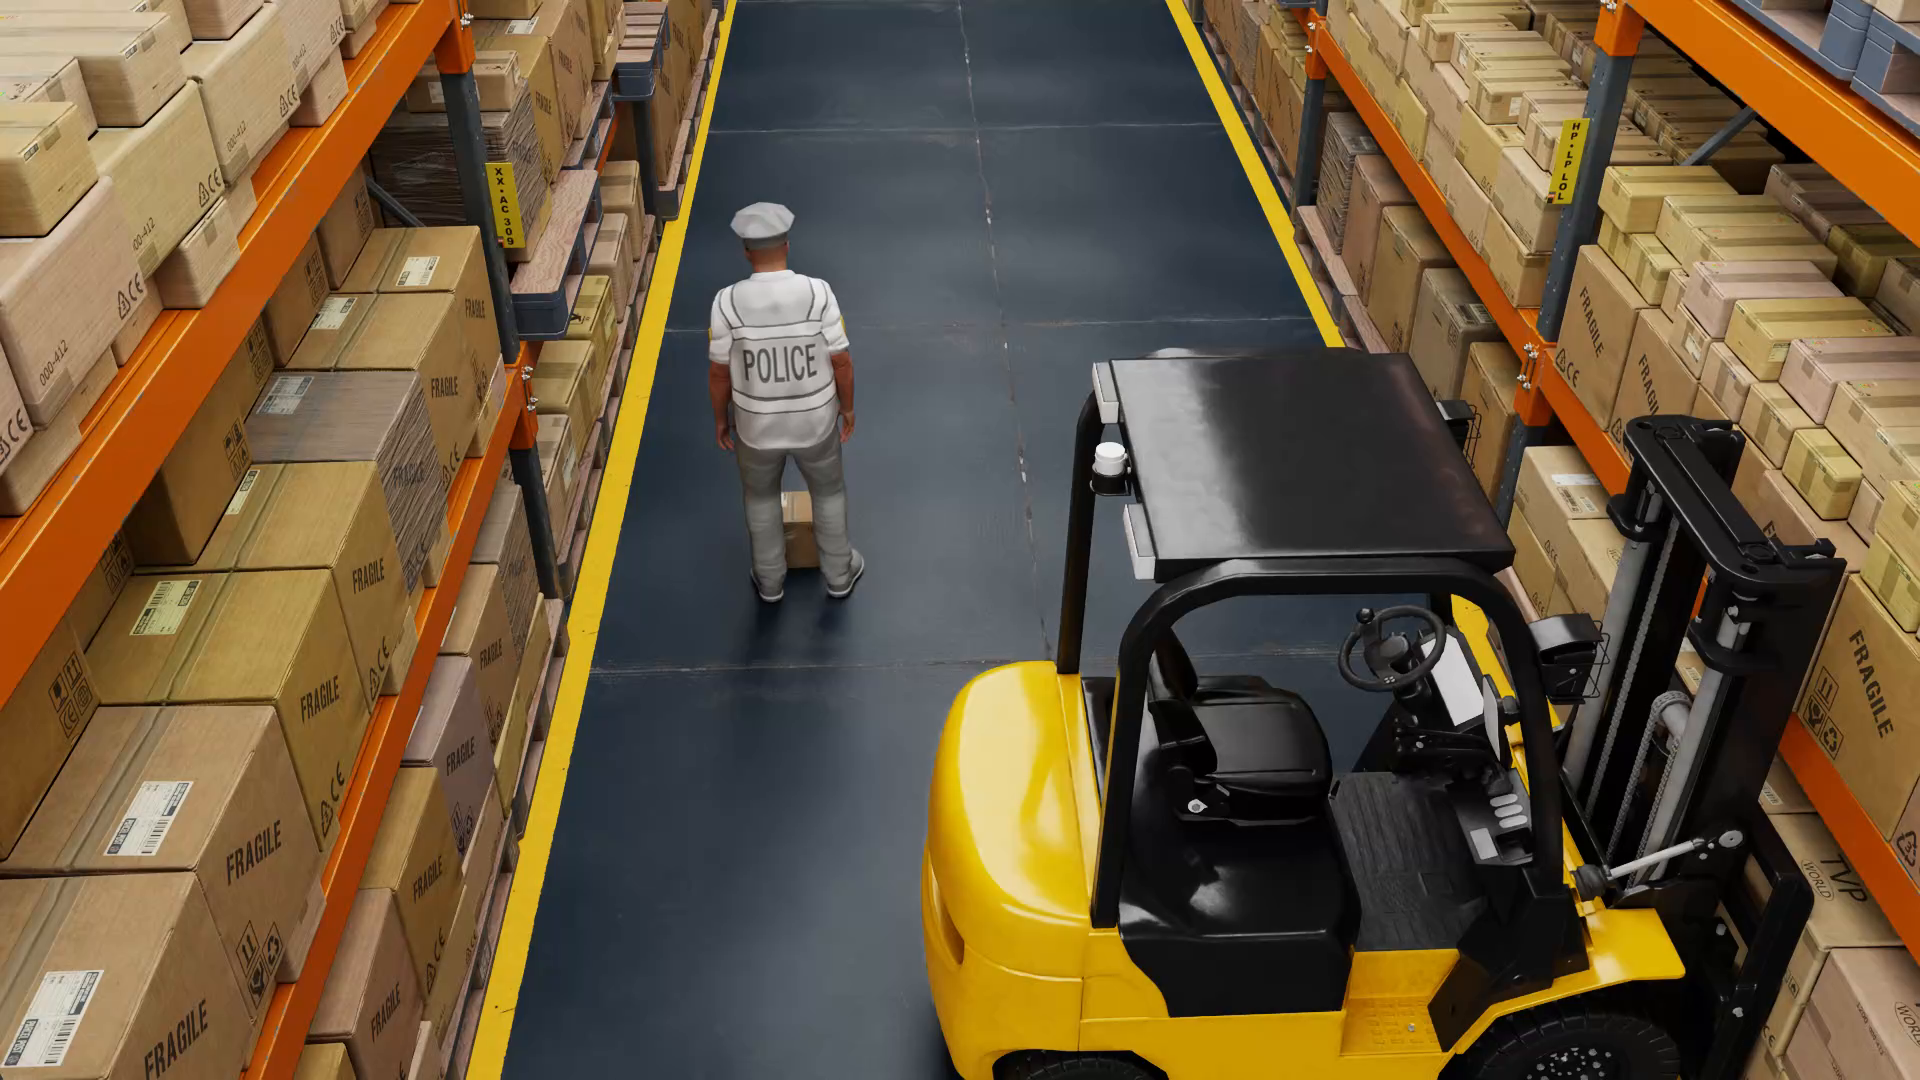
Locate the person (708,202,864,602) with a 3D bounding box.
[{"bbox_3d":[-0.716,-0.503,6.857,0.602,1.747,0.439,-4,35,-6],"label":"person"}]
